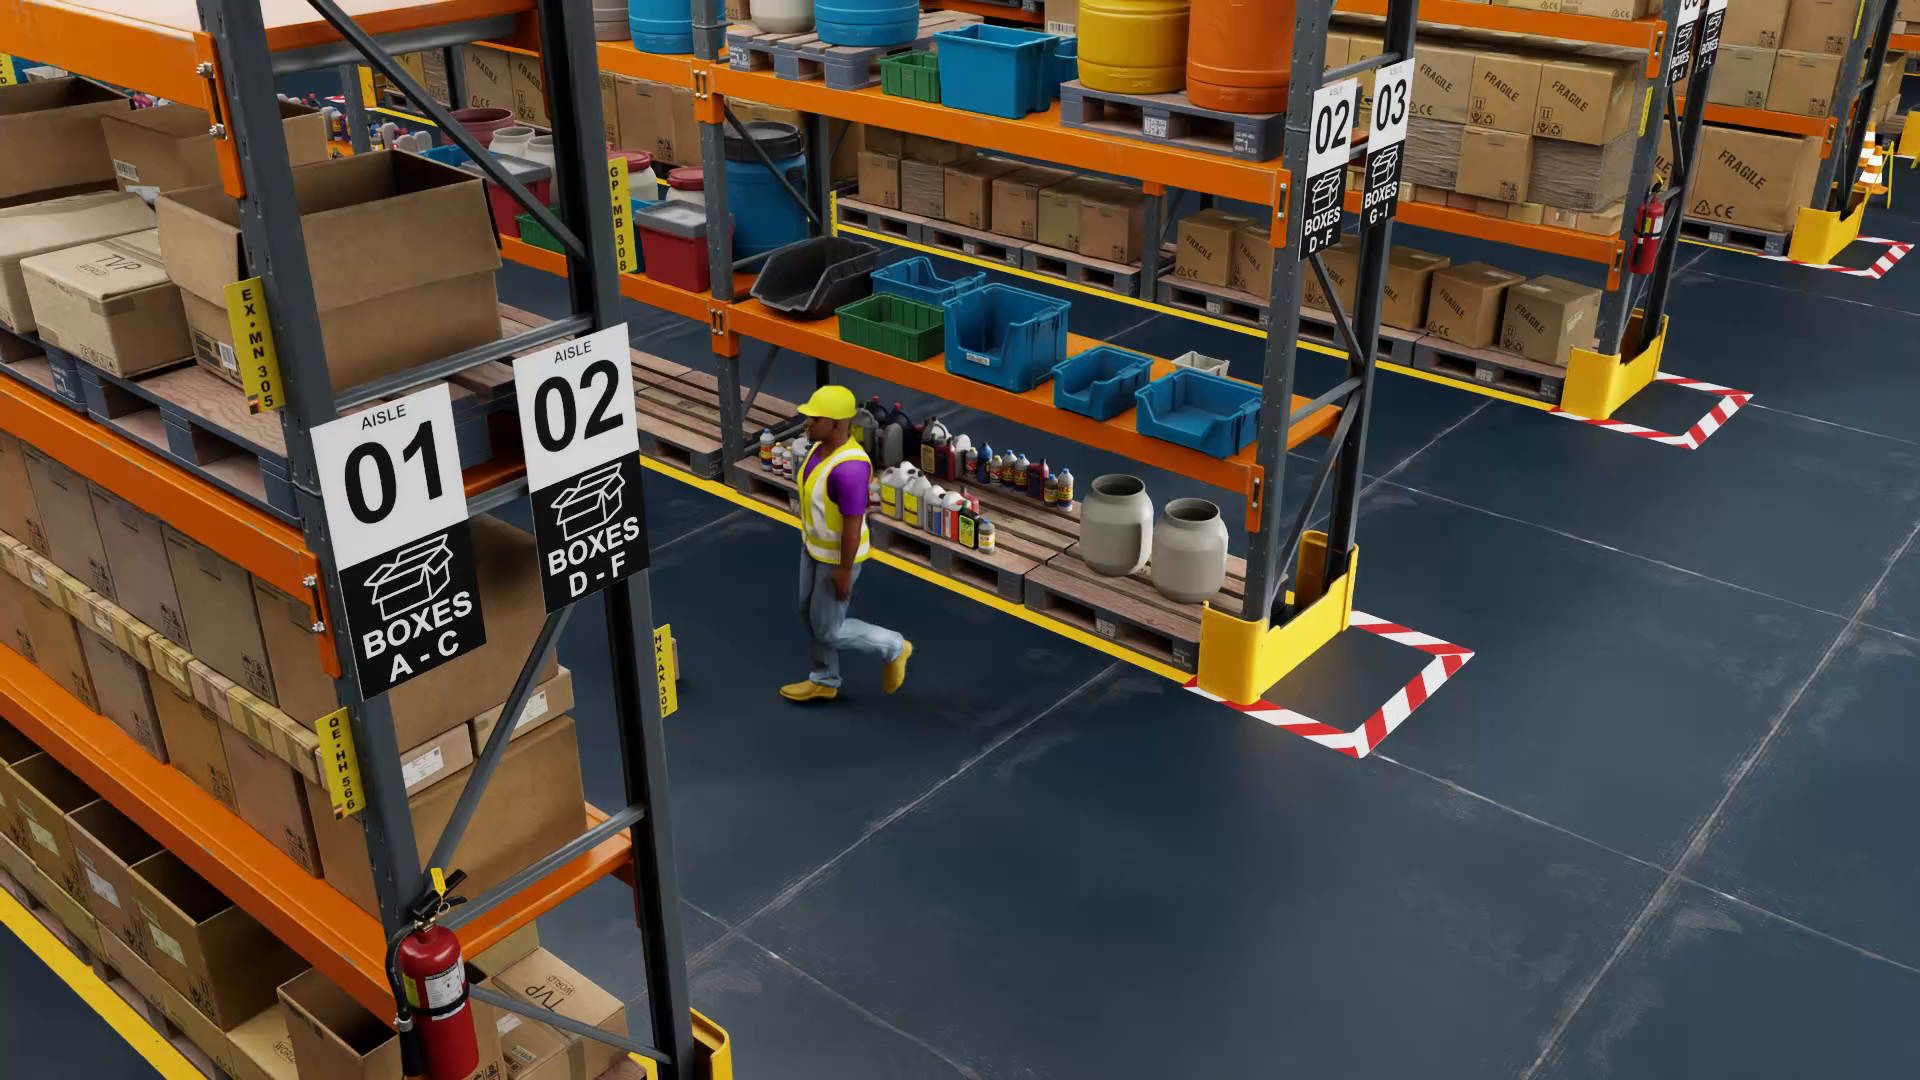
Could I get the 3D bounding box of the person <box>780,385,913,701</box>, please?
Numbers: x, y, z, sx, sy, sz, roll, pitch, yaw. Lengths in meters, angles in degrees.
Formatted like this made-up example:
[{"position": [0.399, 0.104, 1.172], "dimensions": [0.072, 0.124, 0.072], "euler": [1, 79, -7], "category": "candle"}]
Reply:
[{"position": [-0.615, 0.039, 8.491], "dimensions": [0.689, 1.754, 0.583], "euler": [-10, 29, -19], "category": "person"}]
